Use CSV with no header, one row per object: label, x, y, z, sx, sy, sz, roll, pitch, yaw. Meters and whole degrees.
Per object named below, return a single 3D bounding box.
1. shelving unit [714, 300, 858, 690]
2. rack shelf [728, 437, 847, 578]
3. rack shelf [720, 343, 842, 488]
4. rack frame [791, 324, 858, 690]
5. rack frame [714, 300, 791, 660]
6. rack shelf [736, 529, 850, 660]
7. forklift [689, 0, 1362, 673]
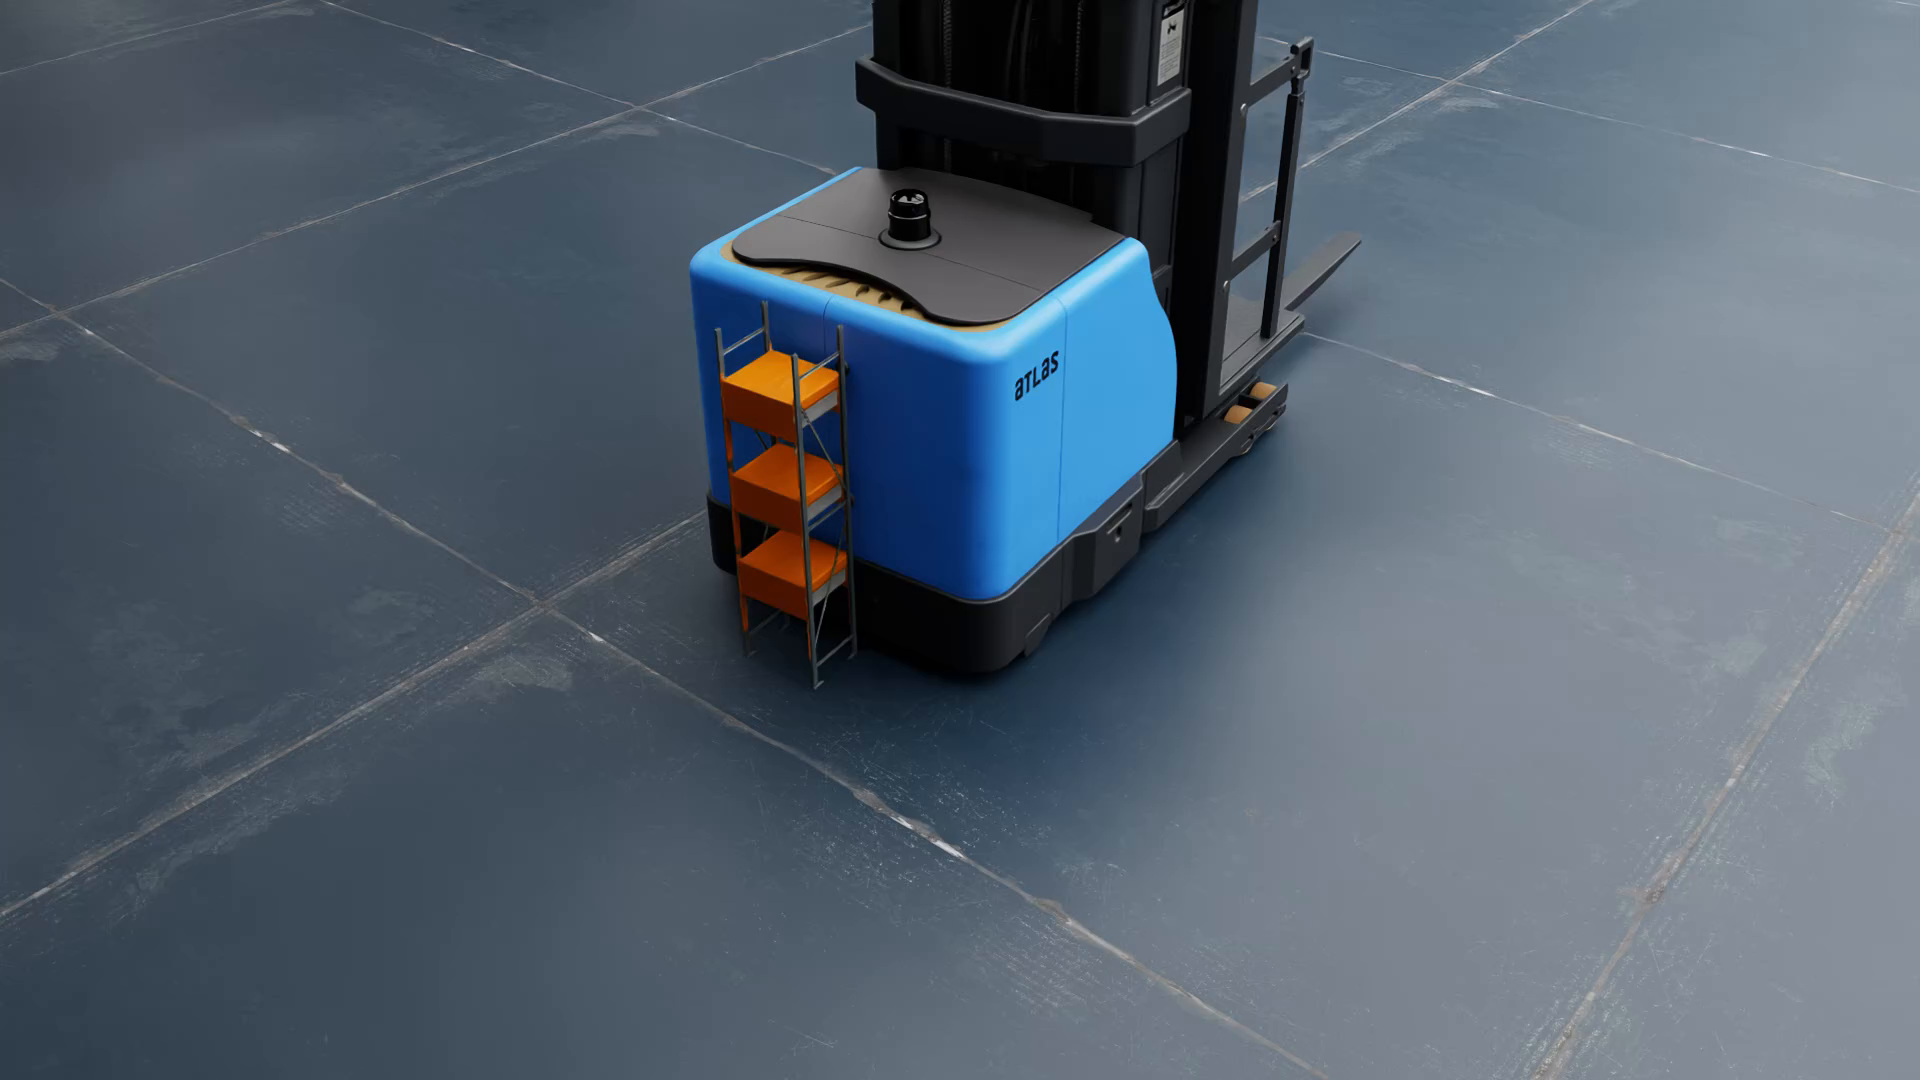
shelving unit,-0.455,-0.100,4.468,0.252,1.050,0.215,21,40,27
rack shelf,-0.455,-0.091,4.474,0.240,0.259,0.215,21,40,27
rack shelf,-0.455,-0.325,4.314,0.240,0.259,0.215,21,40,27
rack frame,-0.353,-0.062,4.412,0.008,1.050,0.200,21,40,27
rack frame,-0.556,-0.138,4.524,0.008,1.050,0.200,21,40,27
rack shelf,-0.455,0.138,4.632,0.240,0.259,0.215,21,40,27
forklift,0.485,-1.636,5.043,1.130,2.935,3.031,21,40,27
